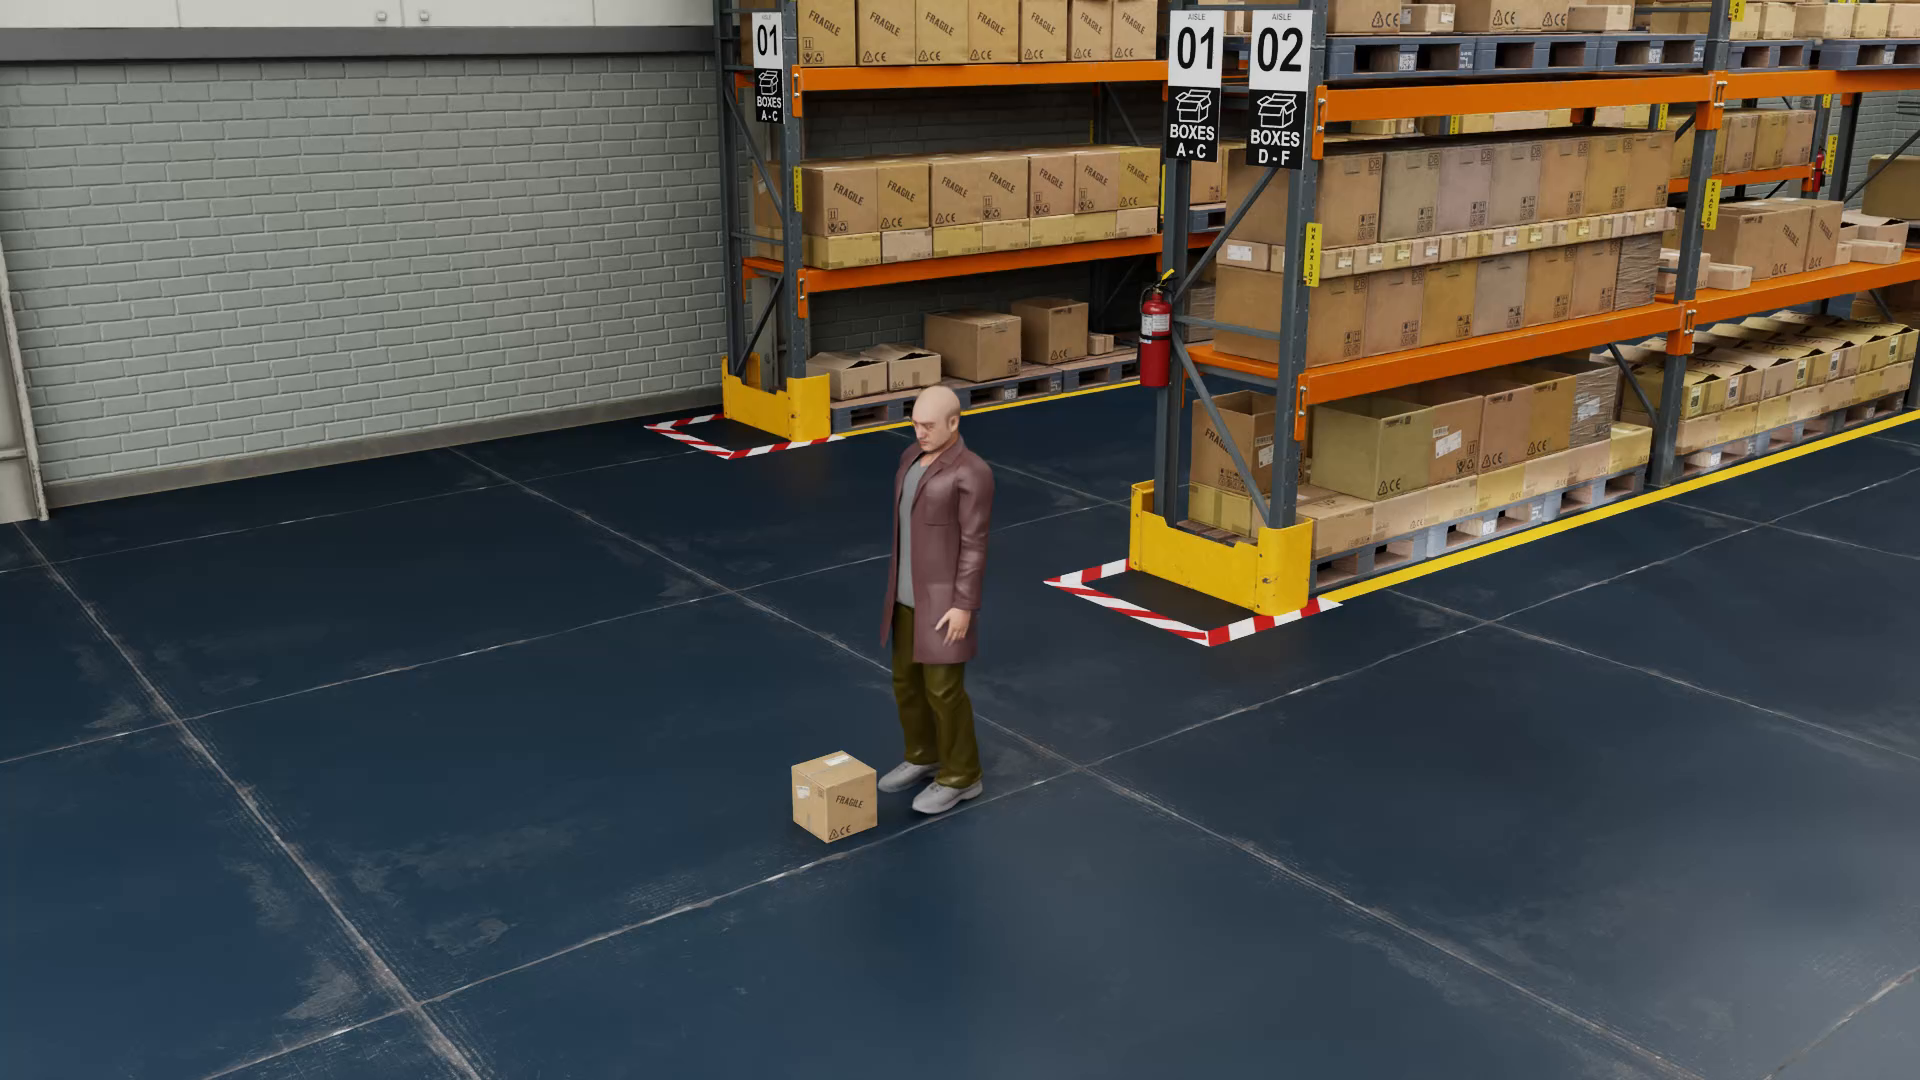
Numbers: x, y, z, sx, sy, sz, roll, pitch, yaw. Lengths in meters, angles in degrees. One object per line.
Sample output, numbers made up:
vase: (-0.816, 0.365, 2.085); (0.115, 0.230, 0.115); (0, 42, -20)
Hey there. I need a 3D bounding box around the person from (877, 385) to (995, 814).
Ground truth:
person: (-0.108, 0.242, 6.830); (0.388, 1.782, 0.562); (-13, 21, -35)
